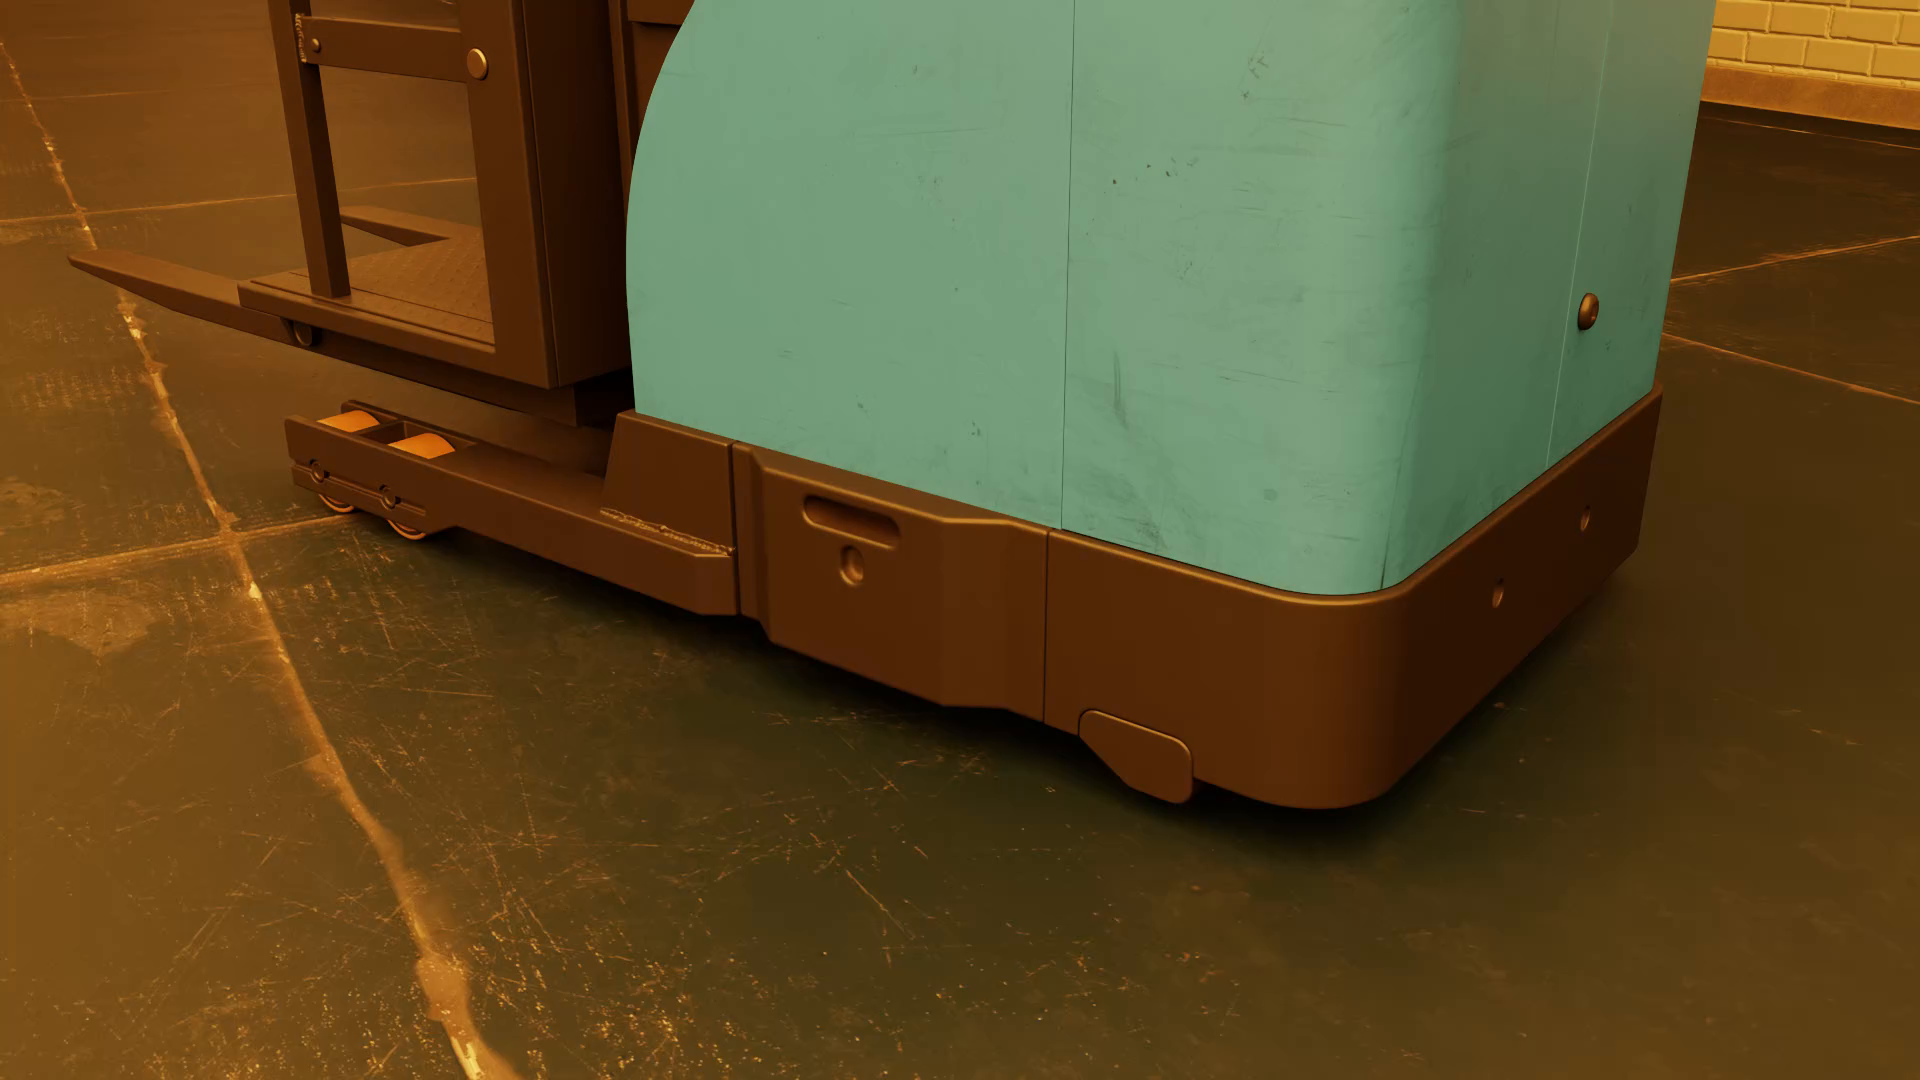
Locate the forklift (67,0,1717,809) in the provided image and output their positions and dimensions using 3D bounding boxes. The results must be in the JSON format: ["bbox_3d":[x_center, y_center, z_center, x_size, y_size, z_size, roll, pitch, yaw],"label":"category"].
[{"bbox_3d":[-0.481,-1.497,2.422,3.031,2.935,1.130,16,27,34],"label":"forklift"}]
